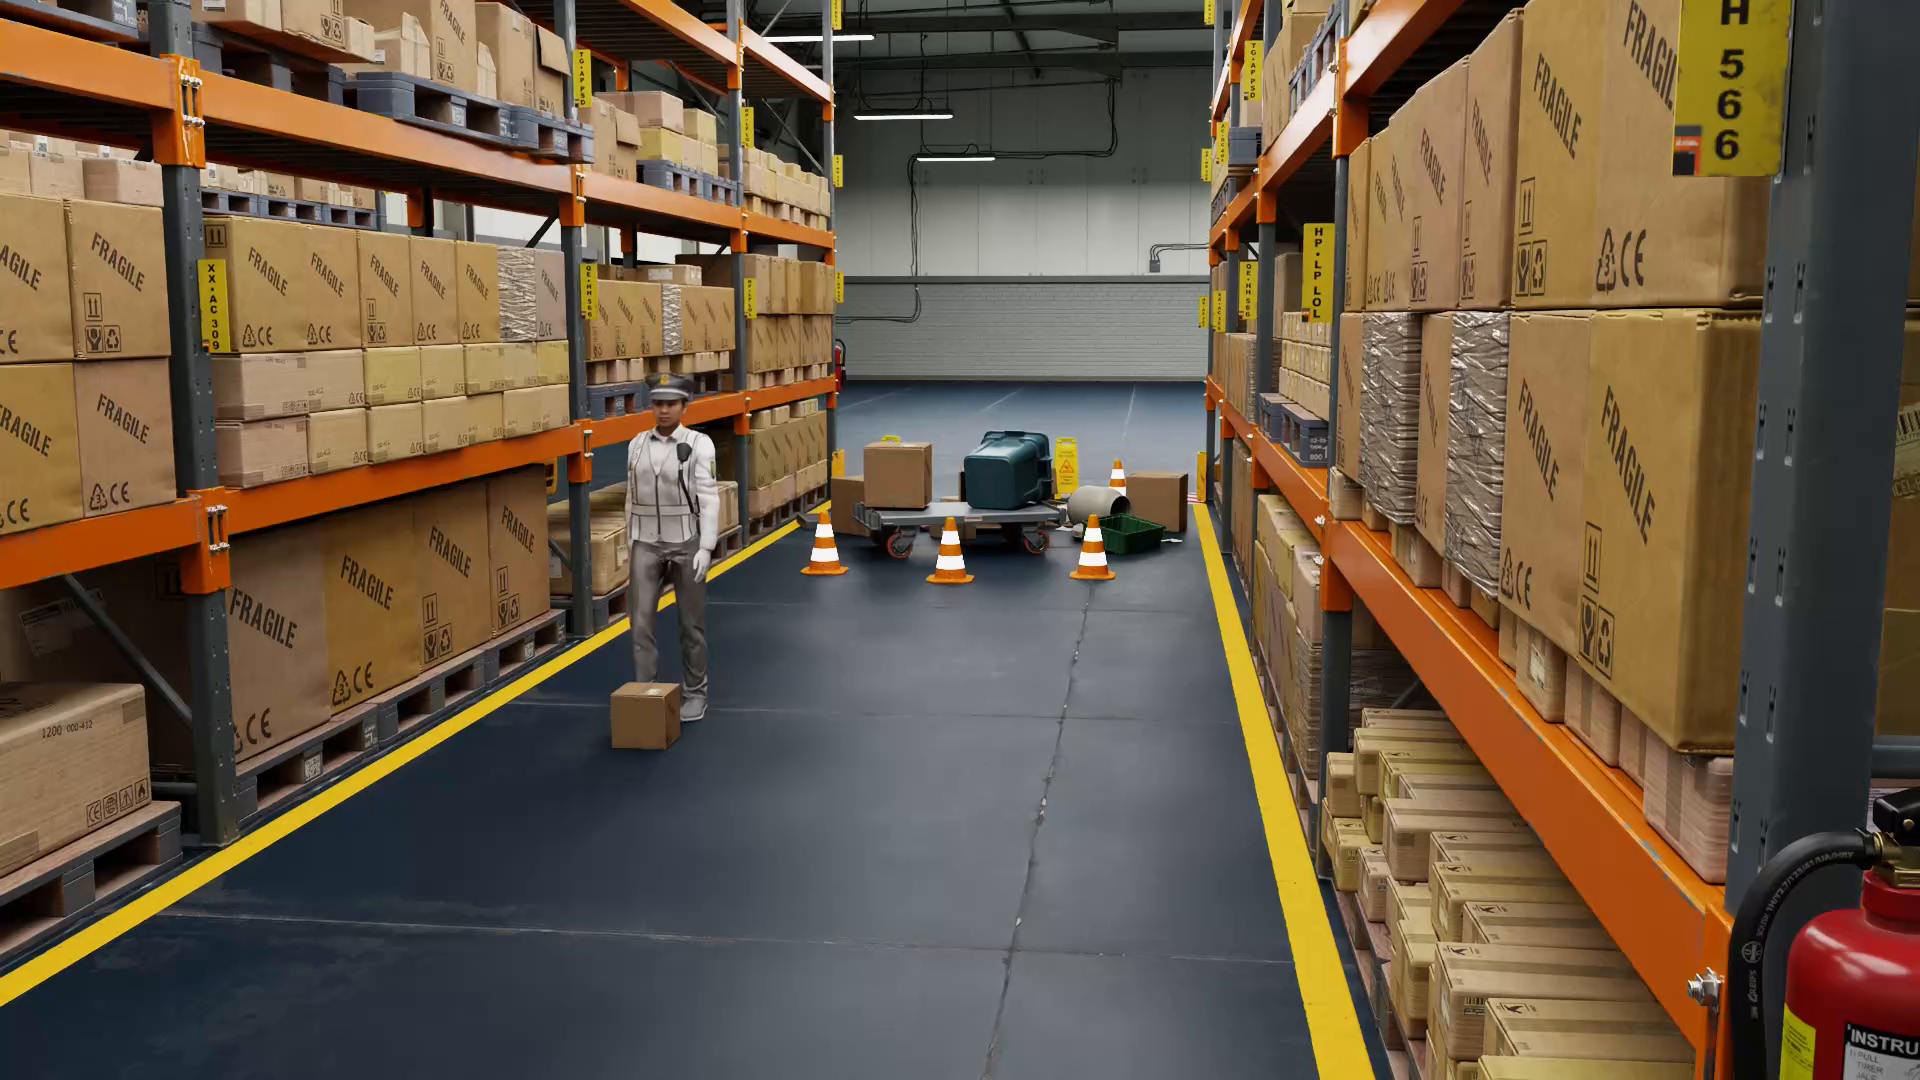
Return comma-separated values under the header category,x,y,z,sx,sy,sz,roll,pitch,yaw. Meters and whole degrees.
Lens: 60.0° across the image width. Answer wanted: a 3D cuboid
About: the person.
category,x,y,z,sx,sy,sz,roll,pitch,yaw
person,-1.385,0.045,7.908,0.475,1.683,0.485,1,8,7
